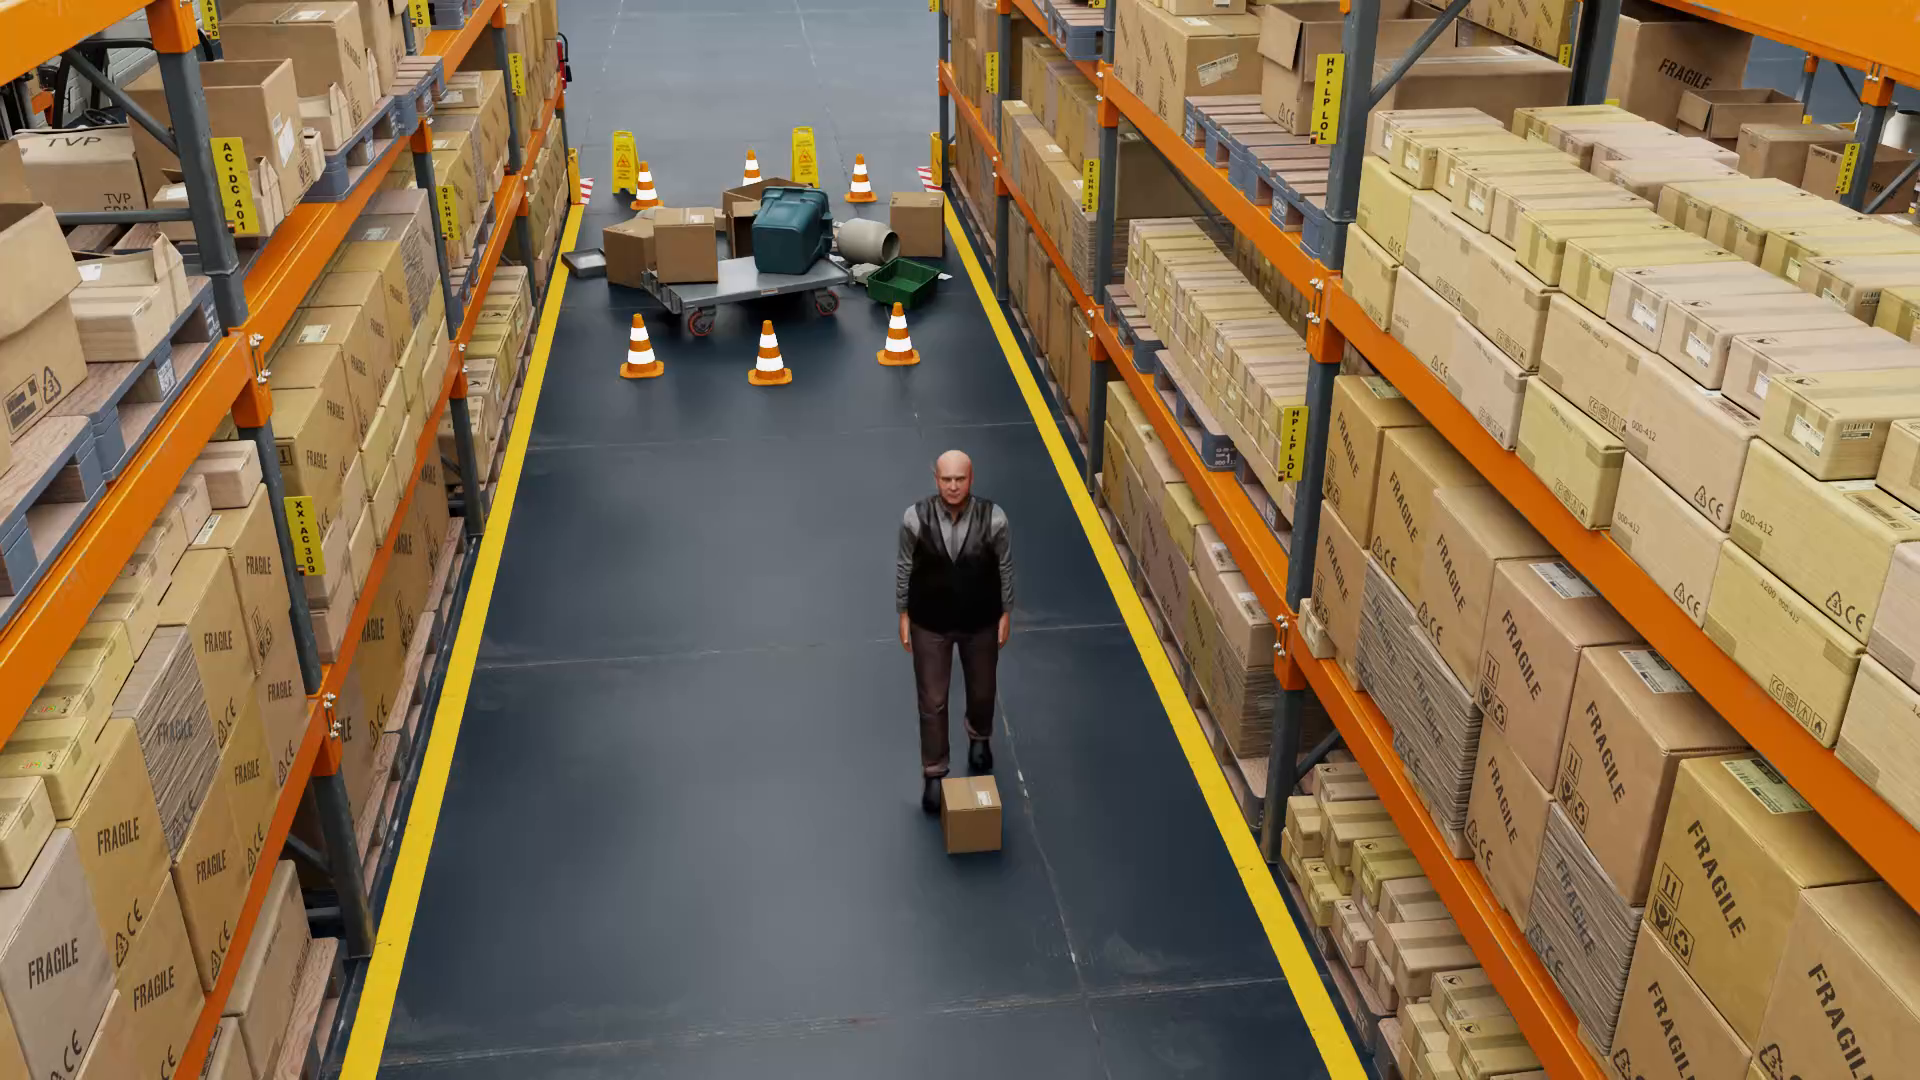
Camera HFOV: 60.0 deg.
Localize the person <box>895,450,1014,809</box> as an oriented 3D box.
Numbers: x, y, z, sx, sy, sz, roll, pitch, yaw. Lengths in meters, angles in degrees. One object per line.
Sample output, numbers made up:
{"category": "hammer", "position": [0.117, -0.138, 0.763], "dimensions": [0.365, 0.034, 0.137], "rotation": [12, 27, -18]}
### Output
{"category": "person", "position": [-0.025, 0.405, 7.841], "dimensions": [0.559, 1.720, 0.657], "rotation": [0, 27, 0]}
